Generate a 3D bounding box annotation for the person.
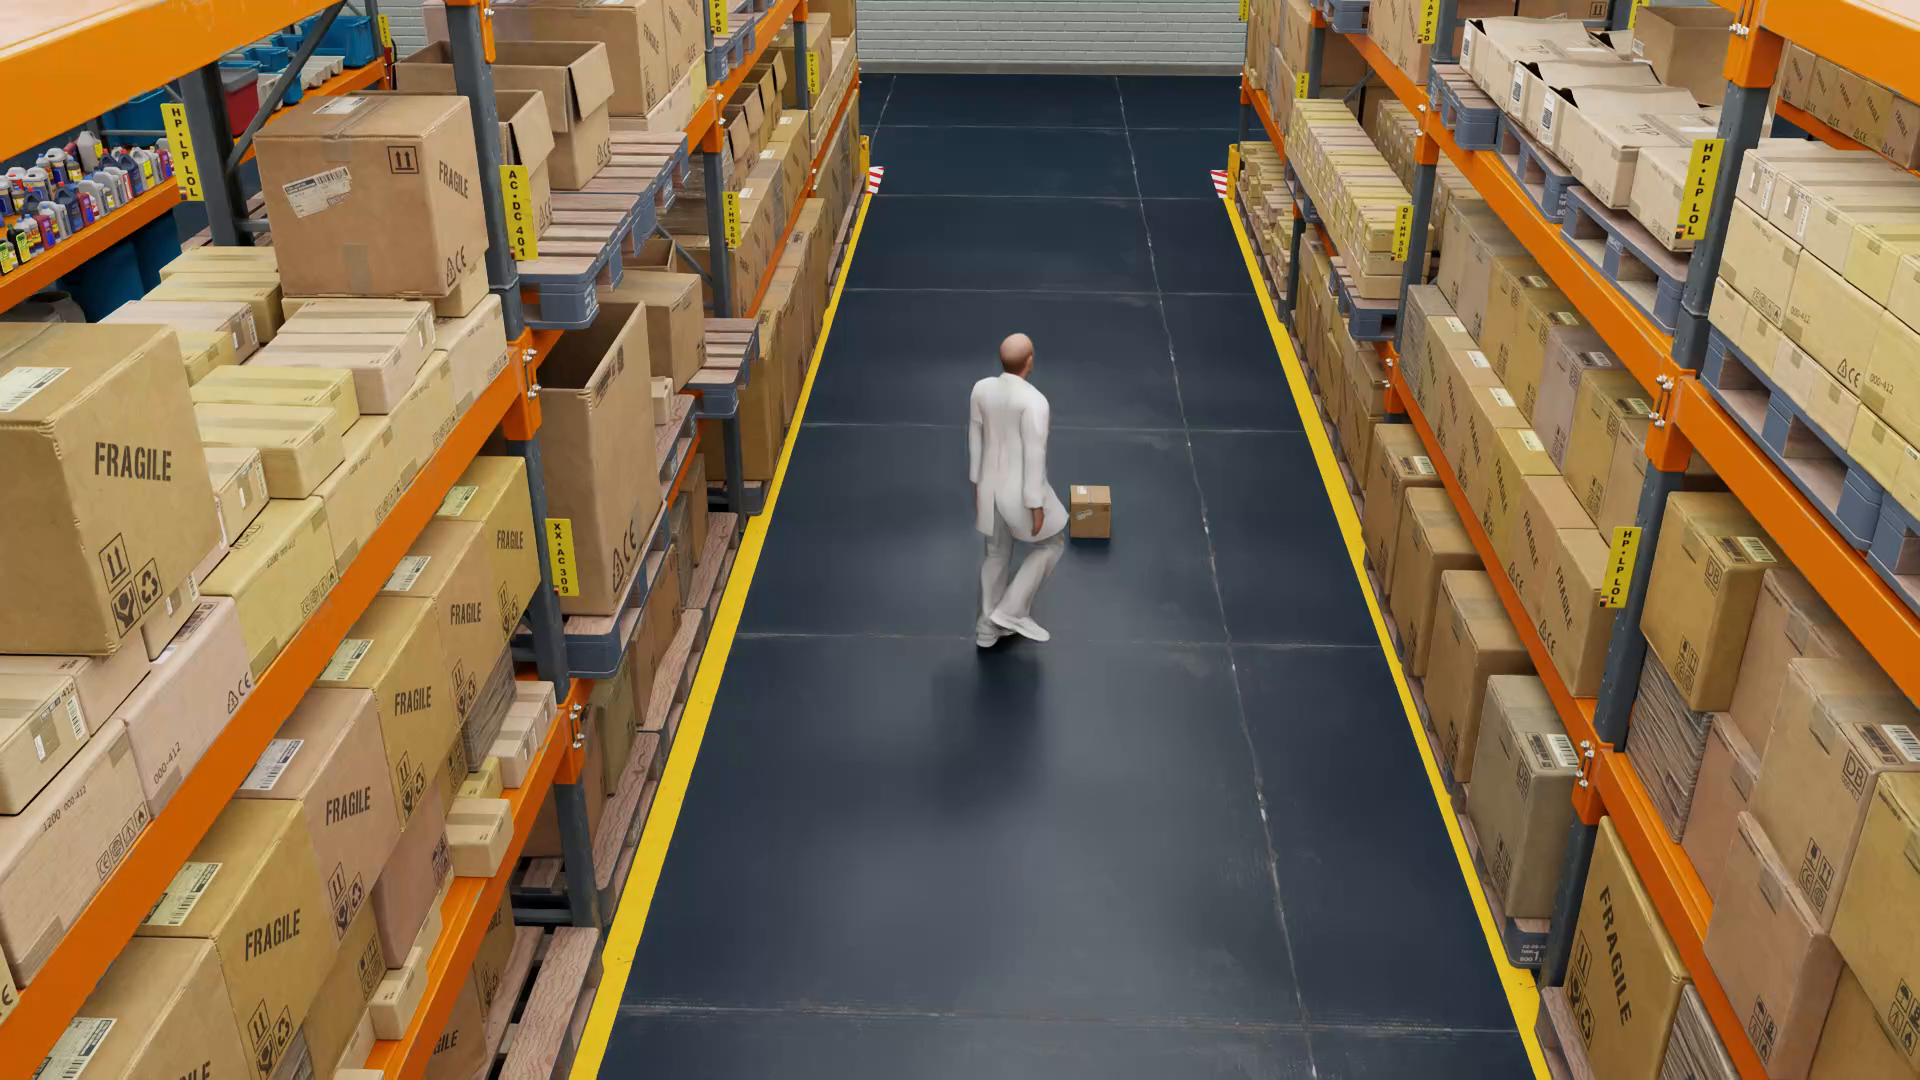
[{"bbox_3d":[0.281,-0.264,9.101,0.610,1.766,0.525,23,35,36],"label":"person"}]
